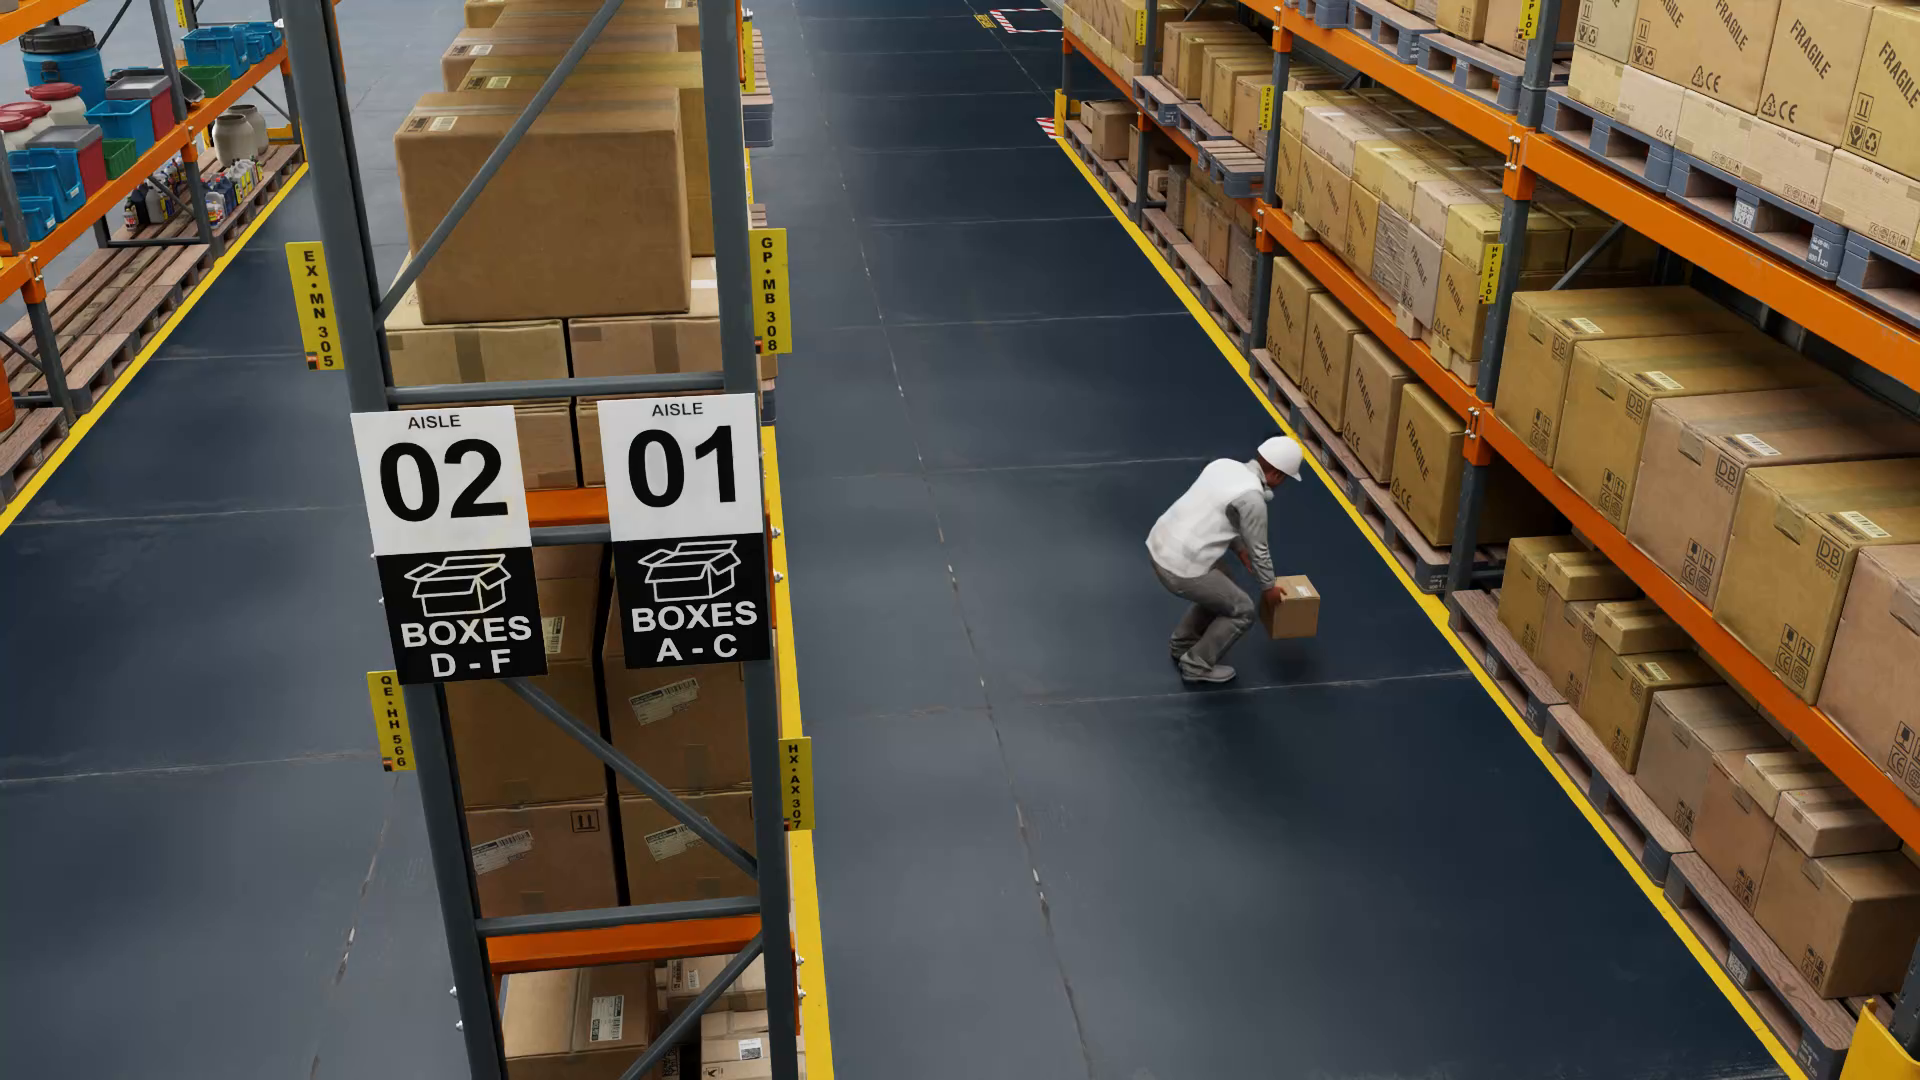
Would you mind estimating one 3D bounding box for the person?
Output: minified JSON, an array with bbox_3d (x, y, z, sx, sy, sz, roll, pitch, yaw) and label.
[{"bbox_3d":[1.401,0.078,8.925,0.810,1.333,0.588,-4,27,-7],"label":"person"}]
